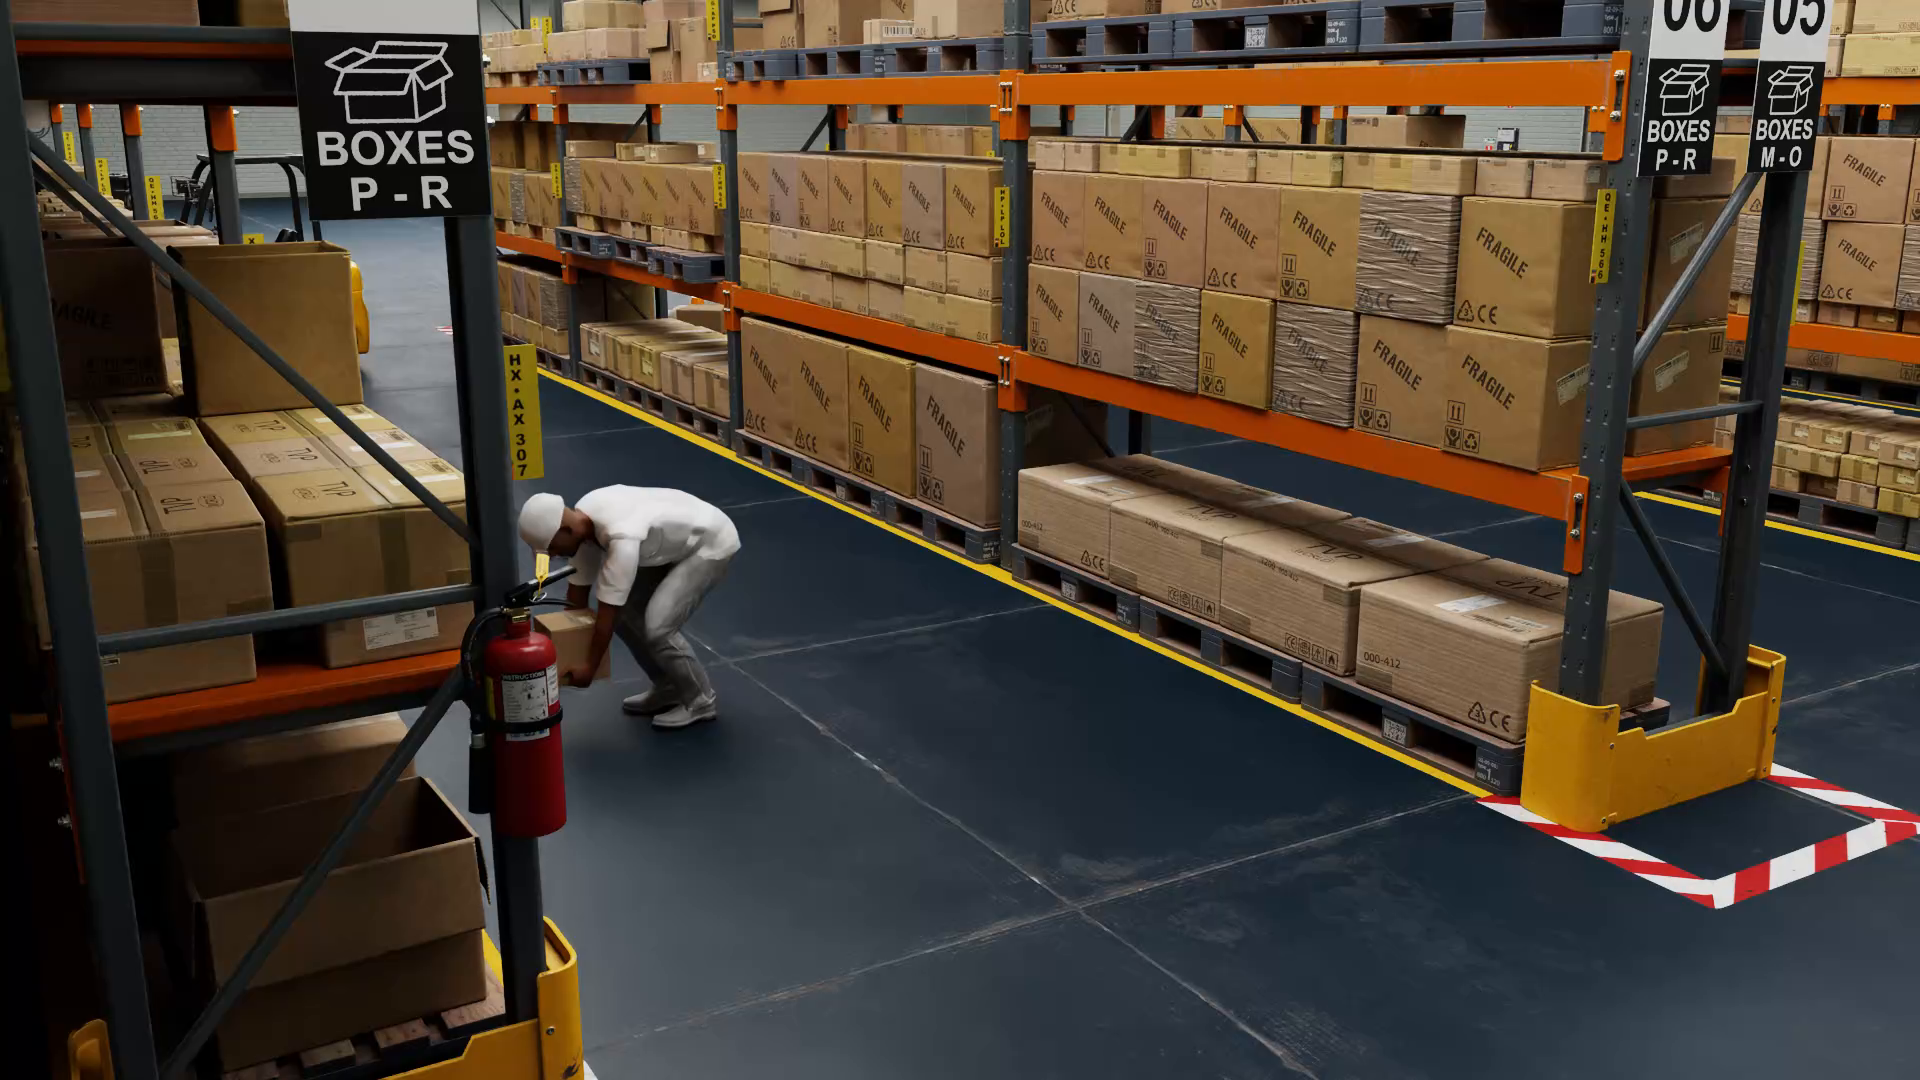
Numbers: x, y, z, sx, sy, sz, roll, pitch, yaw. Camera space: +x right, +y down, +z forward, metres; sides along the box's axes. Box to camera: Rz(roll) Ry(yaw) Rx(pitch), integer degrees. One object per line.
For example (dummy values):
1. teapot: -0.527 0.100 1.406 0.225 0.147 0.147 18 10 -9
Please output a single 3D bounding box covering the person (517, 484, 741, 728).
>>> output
1. person: -1.422 0.280 7.233 0.965 1.087 0.509 -10 18 -32
